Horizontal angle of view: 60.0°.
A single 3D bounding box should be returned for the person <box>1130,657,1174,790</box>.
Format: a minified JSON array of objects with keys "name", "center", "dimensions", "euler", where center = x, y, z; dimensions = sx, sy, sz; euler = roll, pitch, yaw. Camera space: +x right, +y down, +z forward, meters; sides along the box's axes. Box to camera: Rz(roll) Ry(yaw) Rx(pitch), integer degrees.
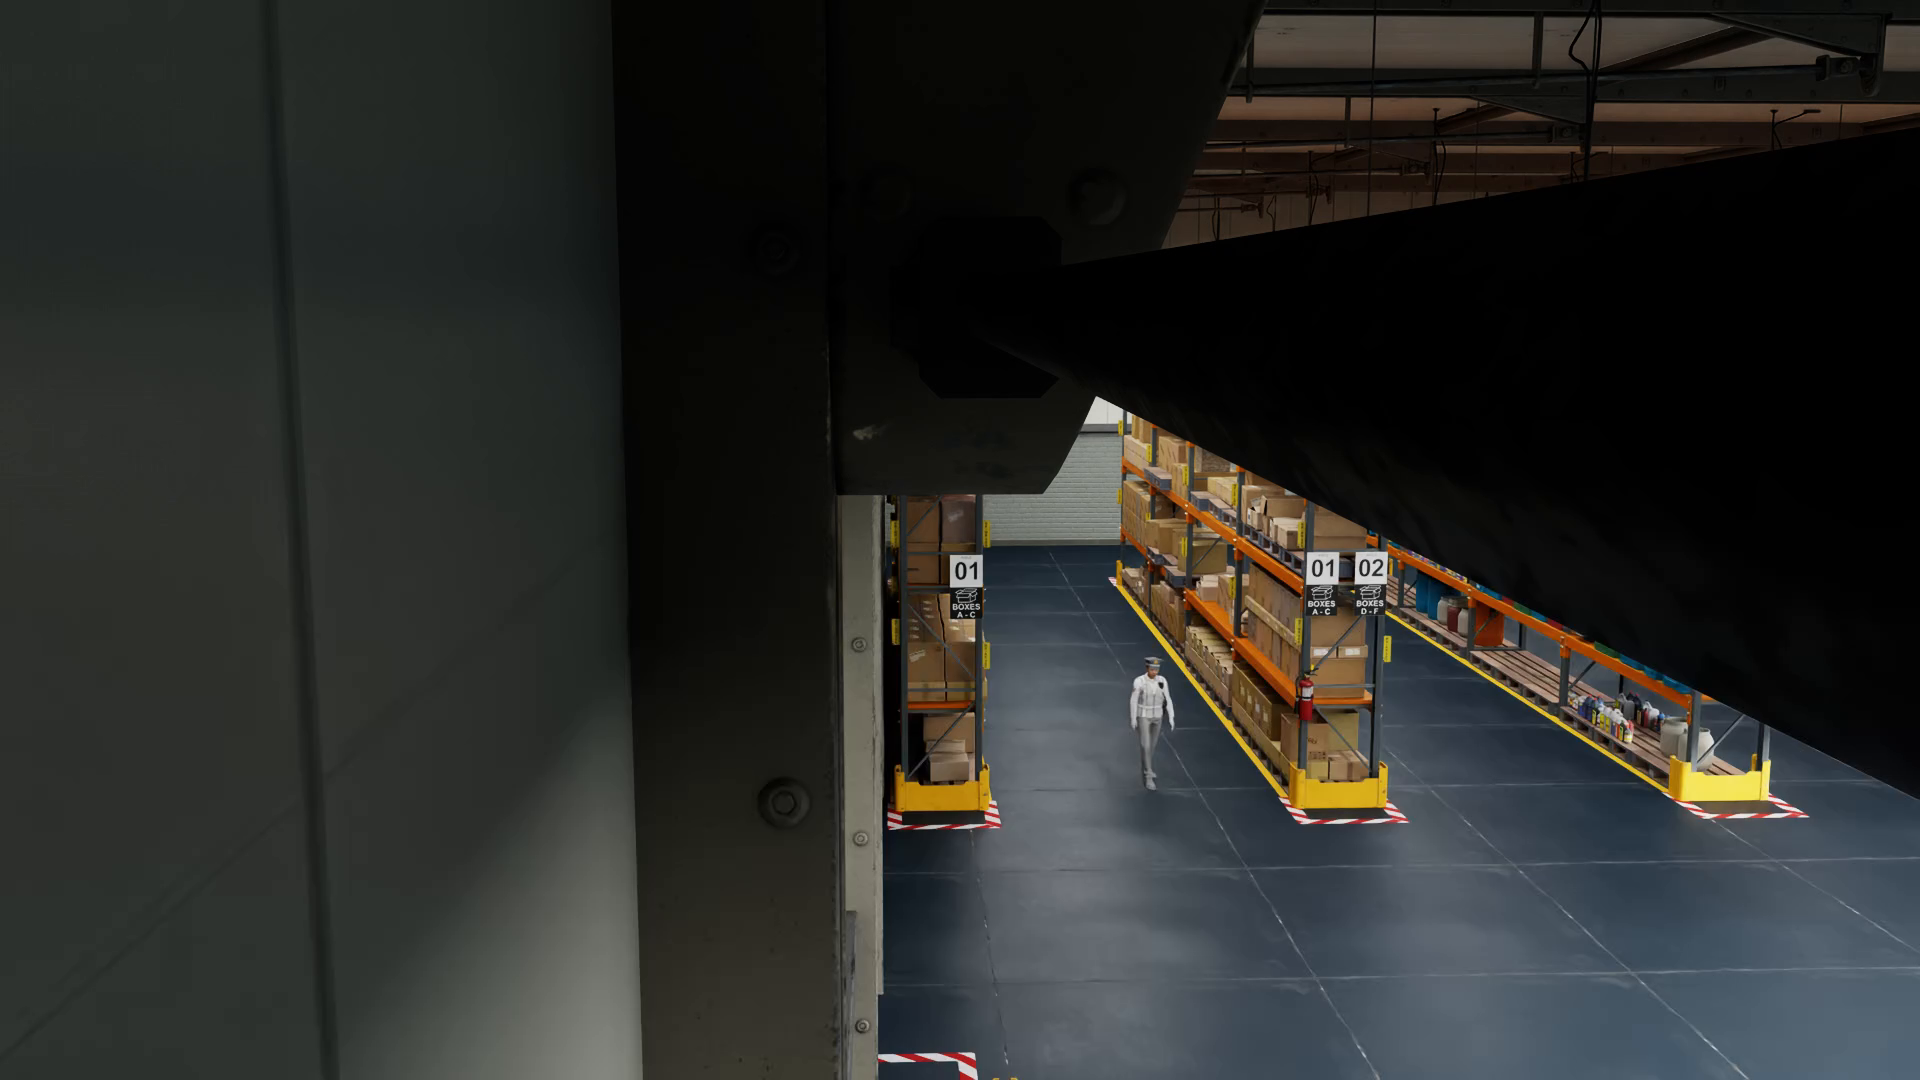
[{"name":"person","center":[2.500,2.340,21.610],"dimensions":[0.535,1.674,0.665],"euler":[-2,9,-16]}]
